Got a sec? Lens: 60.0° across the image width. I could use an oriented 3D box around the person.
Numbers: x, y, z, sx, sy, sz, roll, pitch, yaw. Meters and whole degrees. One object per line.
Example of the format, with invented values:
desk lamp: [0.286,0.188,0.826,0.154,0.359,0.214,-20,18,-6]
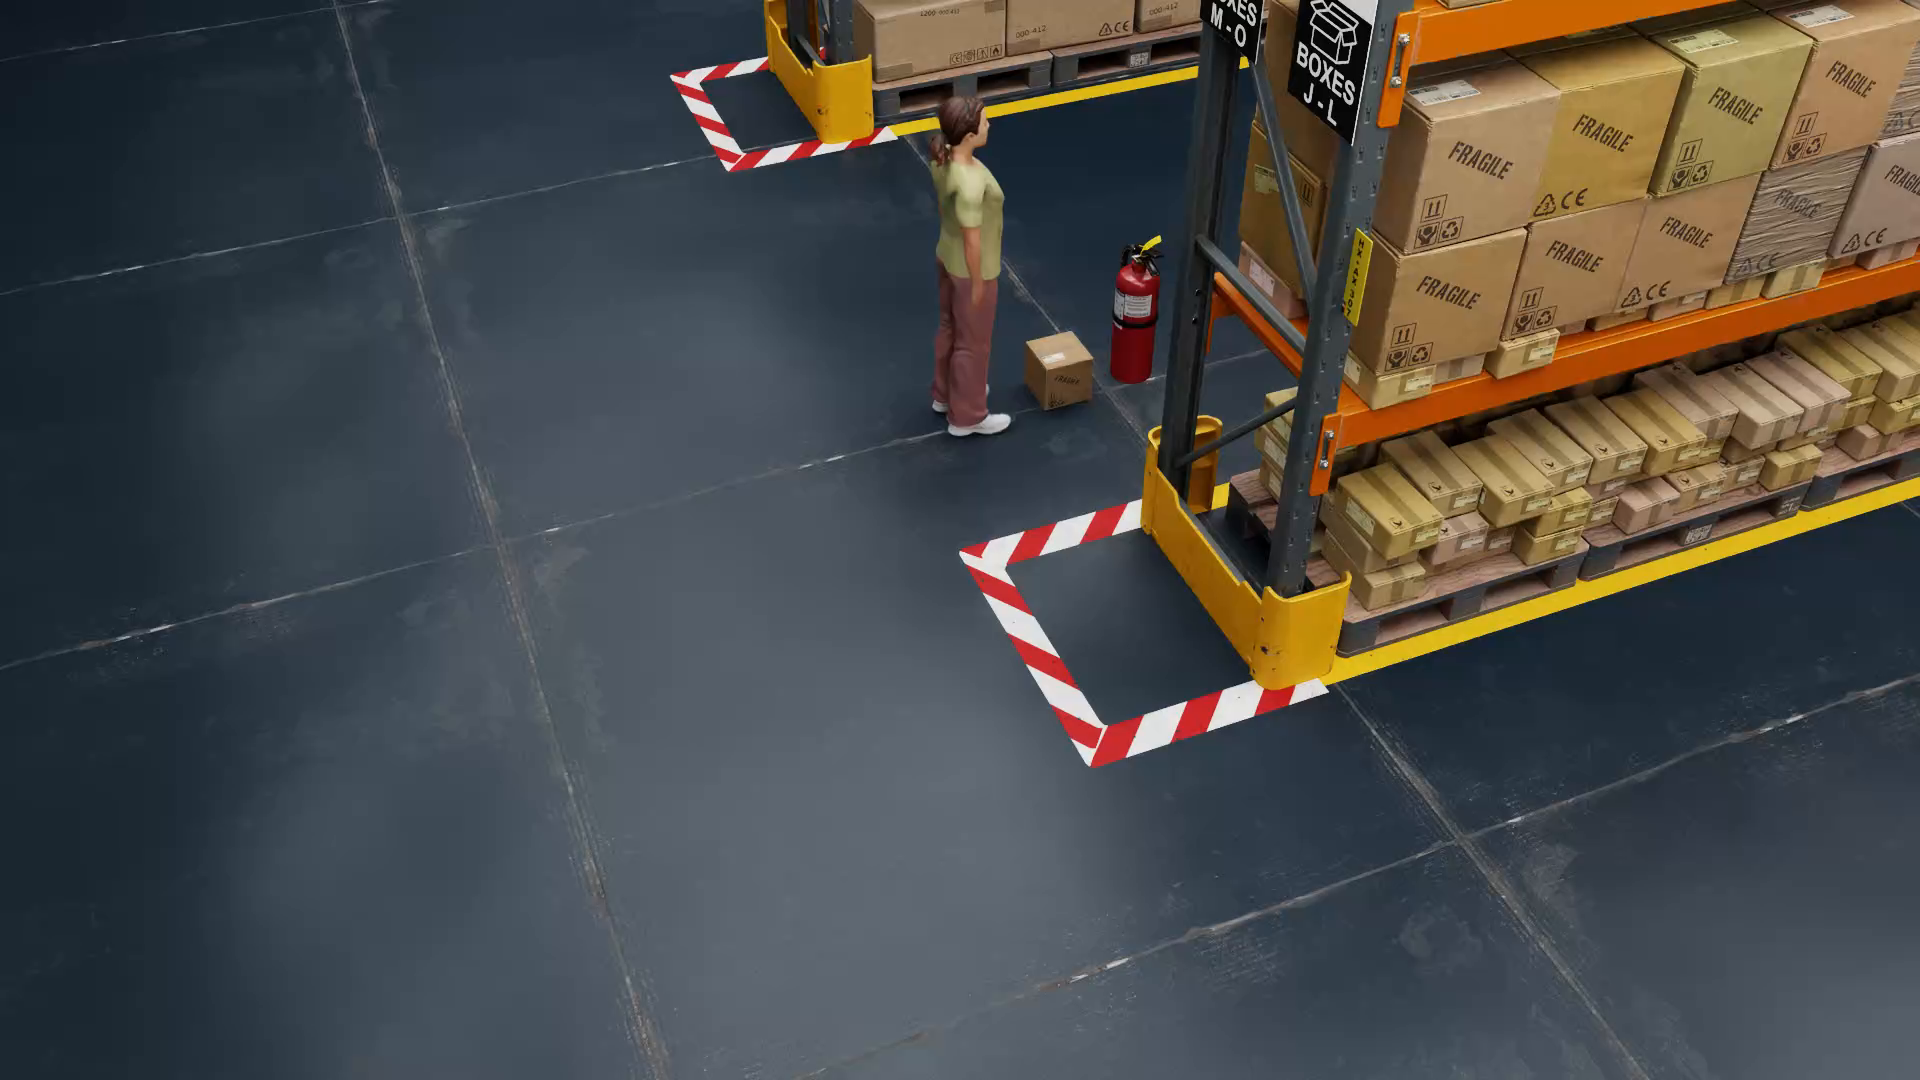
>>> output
person: [0.021,-1.237,7.544,0.354,1.673,0.440,-14,44,-15]
